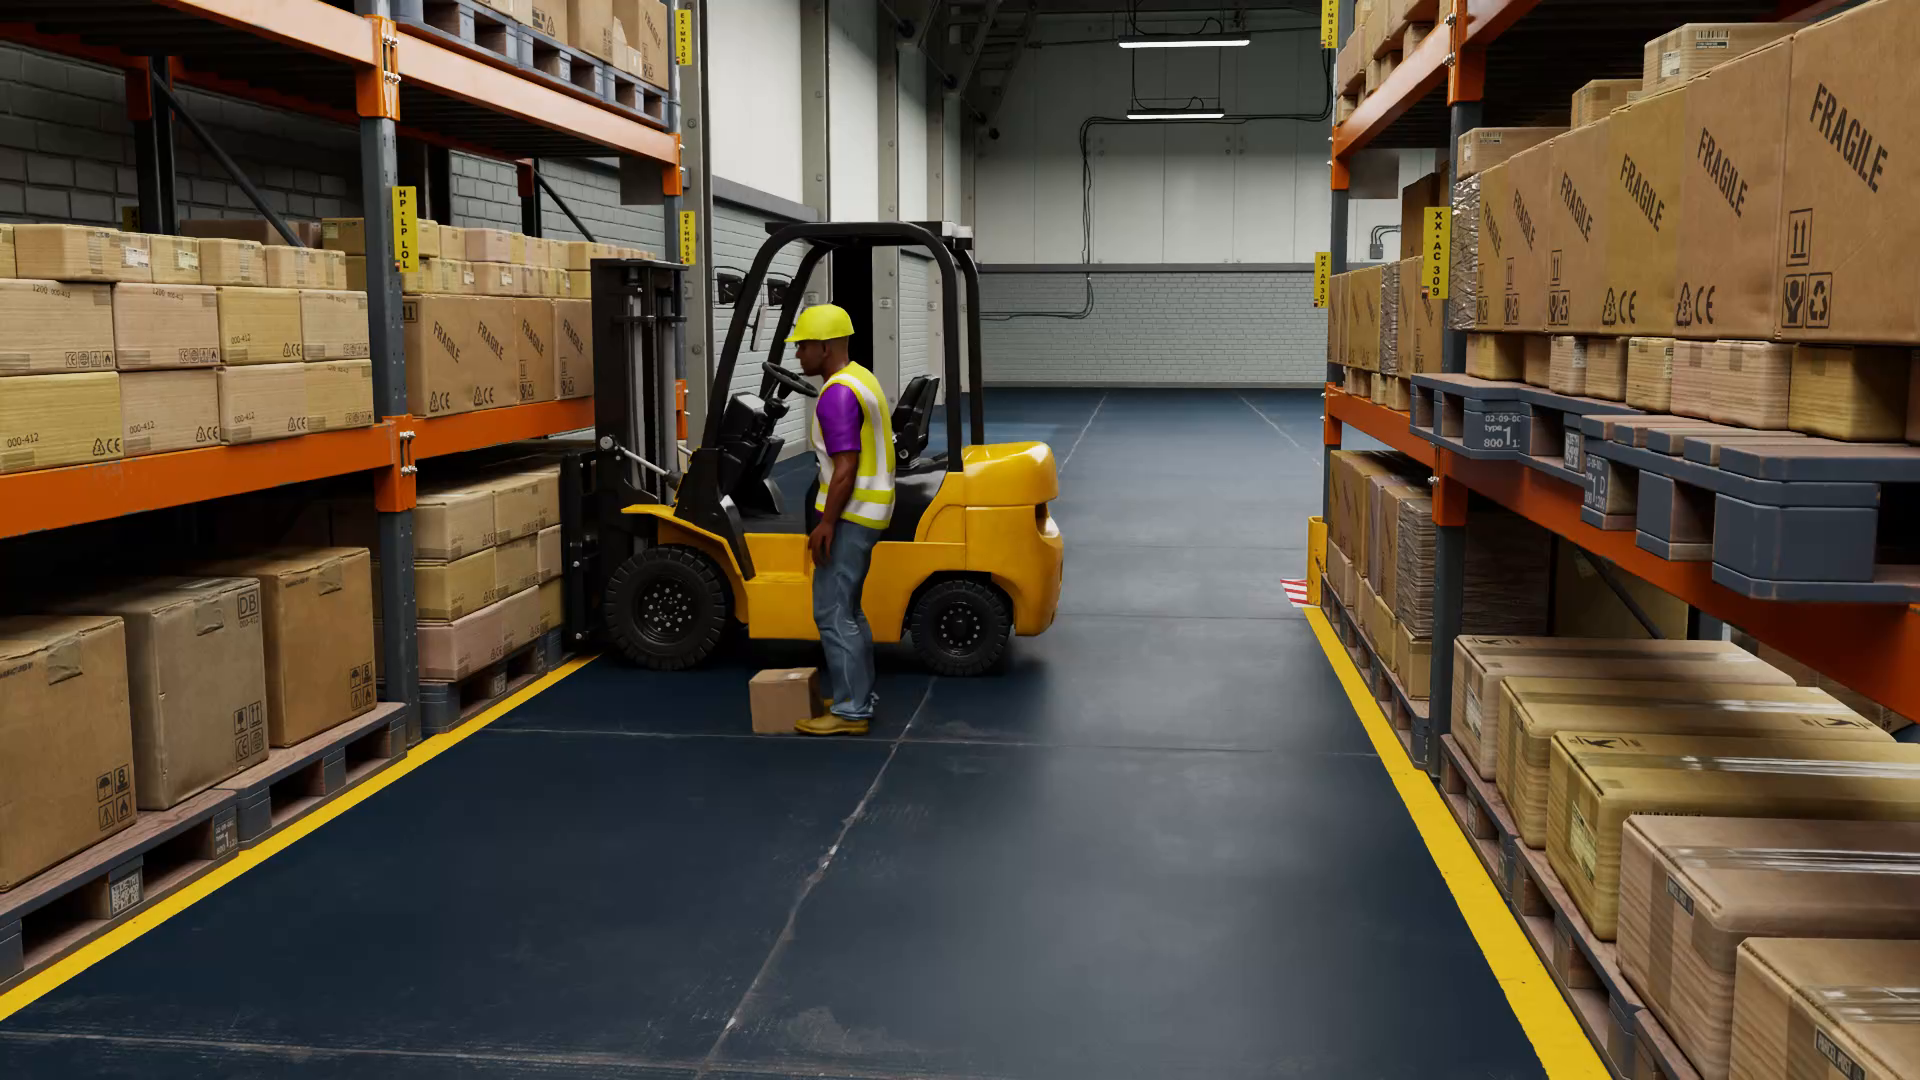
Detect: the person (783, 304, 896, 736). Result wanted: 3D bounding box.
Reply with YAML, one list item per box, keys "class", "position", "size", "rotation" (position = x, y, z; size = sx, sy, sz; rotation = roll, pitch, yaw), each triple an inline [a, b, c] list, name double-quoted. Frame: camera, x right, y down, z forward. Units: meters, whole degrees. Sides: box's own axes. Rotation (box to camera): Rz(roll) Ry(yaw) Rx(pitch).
- class: "person"
  position: [-0.492, -0.087, 6.877]
  size: [0.451, 1.761, 0.609]
  rotation: [1, 8, 4]
